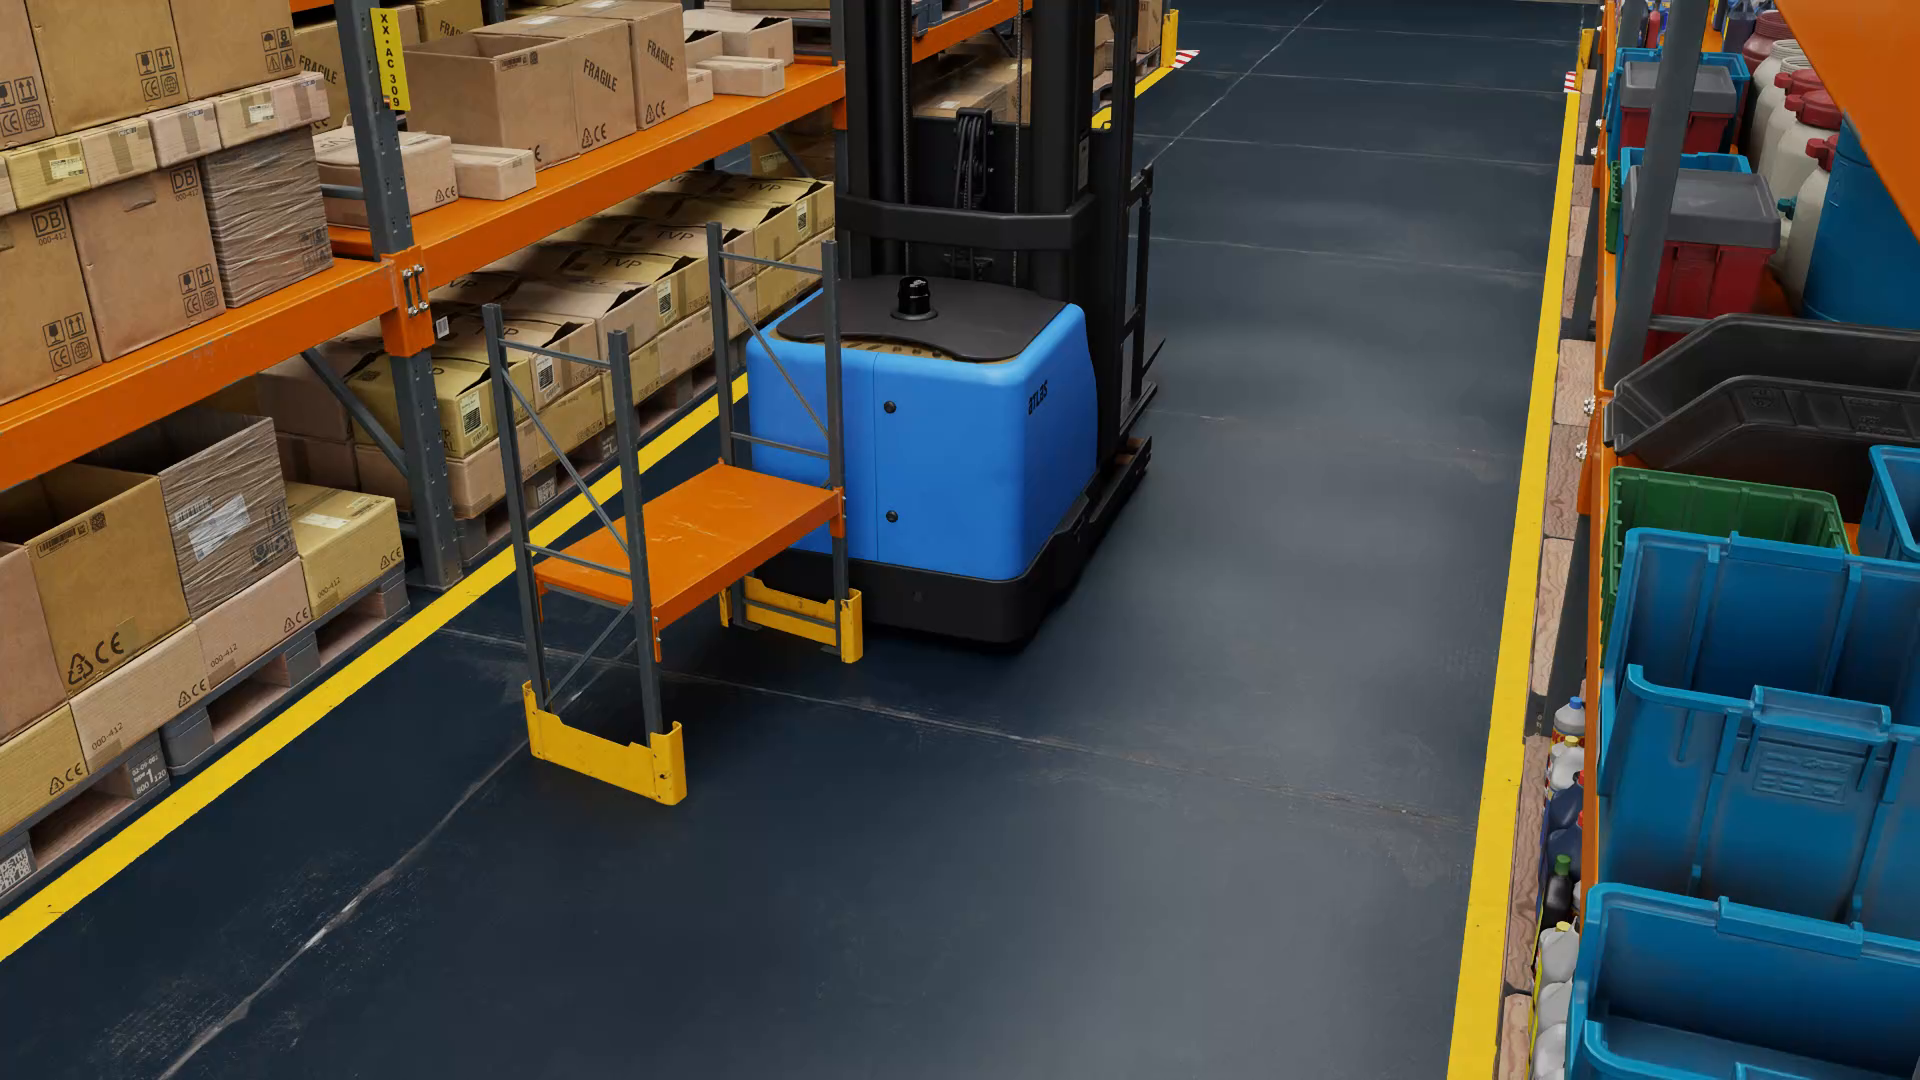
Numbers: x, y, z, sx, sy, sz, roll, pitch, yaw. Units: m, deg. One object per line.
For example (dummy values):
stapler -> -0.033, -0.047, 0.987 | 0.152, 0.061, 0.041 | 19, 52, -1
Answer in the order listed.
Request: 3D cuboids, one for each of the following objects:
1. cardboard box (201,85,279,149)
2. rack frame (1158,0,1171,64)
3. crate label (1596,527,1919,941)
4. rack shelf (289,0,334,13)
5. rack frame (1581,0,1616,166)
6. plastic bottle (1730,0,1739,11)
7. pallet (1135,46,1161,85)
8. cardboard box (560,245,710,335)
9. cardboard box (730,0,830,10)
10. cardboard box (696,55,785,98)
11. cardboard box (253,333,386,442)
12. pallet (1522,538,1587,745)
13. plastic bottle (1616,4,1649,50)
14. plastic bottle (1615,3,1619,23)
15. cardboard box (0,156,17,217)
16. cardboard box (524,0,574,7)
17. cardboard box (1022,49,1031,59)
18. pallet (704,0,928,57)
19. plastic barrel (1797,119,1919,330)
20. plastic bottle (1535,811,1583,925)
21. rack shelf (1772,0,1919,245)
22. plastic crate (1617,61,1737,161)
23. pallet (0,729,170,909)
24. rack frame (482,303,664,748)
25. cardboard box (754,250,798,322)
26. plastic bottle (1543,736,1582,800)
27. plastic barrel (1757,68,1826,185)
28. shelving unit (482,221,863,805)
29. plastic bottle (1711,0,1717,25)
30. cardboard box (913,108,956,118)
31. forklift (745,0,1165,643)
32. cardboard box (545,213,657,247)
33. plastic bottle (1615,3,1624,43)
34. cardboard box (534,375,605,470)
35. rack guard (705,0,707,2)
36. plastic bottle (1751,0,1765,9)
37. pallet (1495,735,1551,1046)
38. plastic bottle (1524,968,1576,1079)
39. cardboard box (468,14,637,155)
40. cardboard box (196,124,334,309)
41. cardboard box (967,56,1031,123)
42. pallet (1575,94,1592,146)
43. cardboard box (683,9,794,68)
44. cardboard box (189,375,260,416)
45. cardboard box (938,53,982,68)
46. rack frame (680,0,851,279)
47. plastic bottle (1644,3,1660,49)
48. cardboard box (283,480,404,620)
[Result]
cardboard box -> -2.383, -1.338, 5.212 | 0.380, 0.149, 0.250 | 8, 27, 16
rack frame -> 1.583, -6.177, 16.065 | 1.000, 3.000, 0.127 | 9, 27, 17
crate label -> 1.286, 0.307, 2.633 | 0.502, 0.435, 0.616 | 9, 27, 17
rack shelf -> -5.086, -4.104, 12.609 | 1.077, 0.370, 4.000 | 9, 27, 17
rack frame -> 4.922, -3.813, 11.183 | 1.000, 3.000, 0.127 | 9, 27, 17
plastic bottle -> 4.560, -3.049, 9.752 | 0.097, 0.271, 0.097 | 0, 26, 0
pallet -> 1.293, -4.562, 15.931 | 1.003, 0.211, 1.213 | 9, 27, 17
cardboard box -> -1.527, -1.215, 7.847 | 0.500, 0.311, 0.500 | 10, 27, 19
cardboard box -> -0.976, -3.398, 9.730 | 0.700, 0.500, 0.500 | 0, 26, 0
cardboard box -> -1.118, -2.366, 8.483 | 0.380, 0.149, 0.250 | 9, 27, 17
cardboard box -> -2.546, -0.657, 6.695 | 0.500, 0.311, 0.500 | 9, 27, 17
pallet -> 2.484, 0.401, 5.679 | 1.003, 0.211, 1.213 | 9, 27, 17
plastic bottle -> 3.795, -2.904, 9.362 | 0.144, 0.351, 0.185 | 9, 27, 17
plastic bottle -> 4.157, -3.314, 10.381 | 0.097, 0.201, 0.097 | 0, 26, 0
cardboard box -> -2.723, -0.918, 4.344 | 0.380, 0.149, 0.250 | 10, 27, 19
cardboard box -> -3.789, -5.012, 15.302 | 0.380, 0.149, 0.250 | 10, 27, 19
cardboard box -> 0.424, -4.104, 14.365 | 0.500, 0.311, 0.500 | 9, 27, 17
pallet -> -0.920, -3.091, 9.913 | 1.213, 0.211, 1.003 | 9, 27, 17
plastic barrel -> 2.674, -0.866, 4.521 | 0.600, 0.901, 0.708 | 9, 27, 17
plastic bottle -> 1.537, 0.818, 4.153 | 0.144, 0.351, 0.185 | 8, 27, 15
rack shelf -> 1.594, -0.730, 2.199 | 1.077, 0.370, 4.000 | 9, 27, 17
plastic crate -> 2.764, -1.578, 6.494 | 0.402, 0.464, 0.583 | 9, 27, 17
pallet -> -3.119, 0.834, 4.786 | 1.003, 0.211, 1.213 | 9, 27, 17
rack frame -> -1.119, 0.066, 4.892 | 0.500, 1.500, 0.032 | 14, 29, 27
cardboard box -> -1.192, -1.377, 8.824 | 0.500, 0.250, 0.500 | 8, 27, 17
plastic bottle -> 1.706, 0.645, 4.681 | 0.097, 0.201, 0.097 | 0, 26, 0
plastic barrel -> 3.173, -1.427, 6.100 | 0.433, 0.535, 0.433 | 0, 26, 0
shelving unit -> -0.860, -0.129, 5.295 | 0.587, 1.500, 1.083 | 14, 29, 27
plastic bottle -> 4.788, -3.386, 10.359 | 0.144, 0.351, 0.185 | 9, 27, 17
cardboard box -> -0.318, -2.529, 10.895 | 0.500, 0.500, 0.500 | 8, 27, 17
forklift -> 0.209, -1.578, 6.646 | 1.130, 2.935, 3.031 | 9, 27, 17
cardboard box -> -1.869, -1.494, 8.423 | 0.500, 0.311, 0.500 | 8, 27, 16
plastic bottle -> 3.926, -3.061, 9.777 | 0.097, 0.271, 0.097 | 0, 26, 0
cardboard box -> -1.871, -0.536, 7.089 | 0.500, 0.250, 0.500 | 9, 27, 19
rack guard -> -3.082, -5.778, 18.110 | 1.175, 0.500, 0.348 | 9, 27, 17
plastic bottle -> 4.684, -3.040, 9.729 | 0.152, 0.276, 0.135 | 9, 27, 17
pallet -> 1.997, 1.000, 4.443 | 1.003, 0.211, 1.213 | 9, 27, 17
plastic bottle -> 1.333, 1.069, 3.635 | 0.144, 0.351, 0.185 | 10, 28, 20
cardboard box -> -1.797, -2.026, 7.377 | 0.500, 0.500, 0.500 | 9, 27, 18
cardboard box -> -2.552, -1.107, 5.479 | 0.700, 0.500, 0.500 | 8, 27, 16
cardboard box -> 0.358, -3.361, 12.614 | 0.500, 0.500, 0.500 | 9, 27, 17
pallet -> 5.534, -3.369, 13.465 | 1.003, 0.211, 1.213 | 9, 27, 17
cardboard box -> -1.241, -2.706, 8.998 | 0.500, 0.311, 0.500 | 11, 28, 21
cardboard box -> -2.860, -0.389, 5.924 | 0.500, 0.500, 0.500 | 9, 27, 17
cardboard box -> -0.139, -3.442, 12.781 | 0.500, 0.500, 0.500 | 8, 27, 15
rack frame -> -1.079, -2.889, 9.275 | 1.000, 3.000, 0.127 | 9, 27, 17
plastic bottle -> 3.901, -2.869, 9.368 | 0.061, 0.283, 0.133 | 9, 27, 17
cardboard box -> -2.359, 0.026, 5.928 | 0.500, 0.250, 0.500 | 9, 27, 17
